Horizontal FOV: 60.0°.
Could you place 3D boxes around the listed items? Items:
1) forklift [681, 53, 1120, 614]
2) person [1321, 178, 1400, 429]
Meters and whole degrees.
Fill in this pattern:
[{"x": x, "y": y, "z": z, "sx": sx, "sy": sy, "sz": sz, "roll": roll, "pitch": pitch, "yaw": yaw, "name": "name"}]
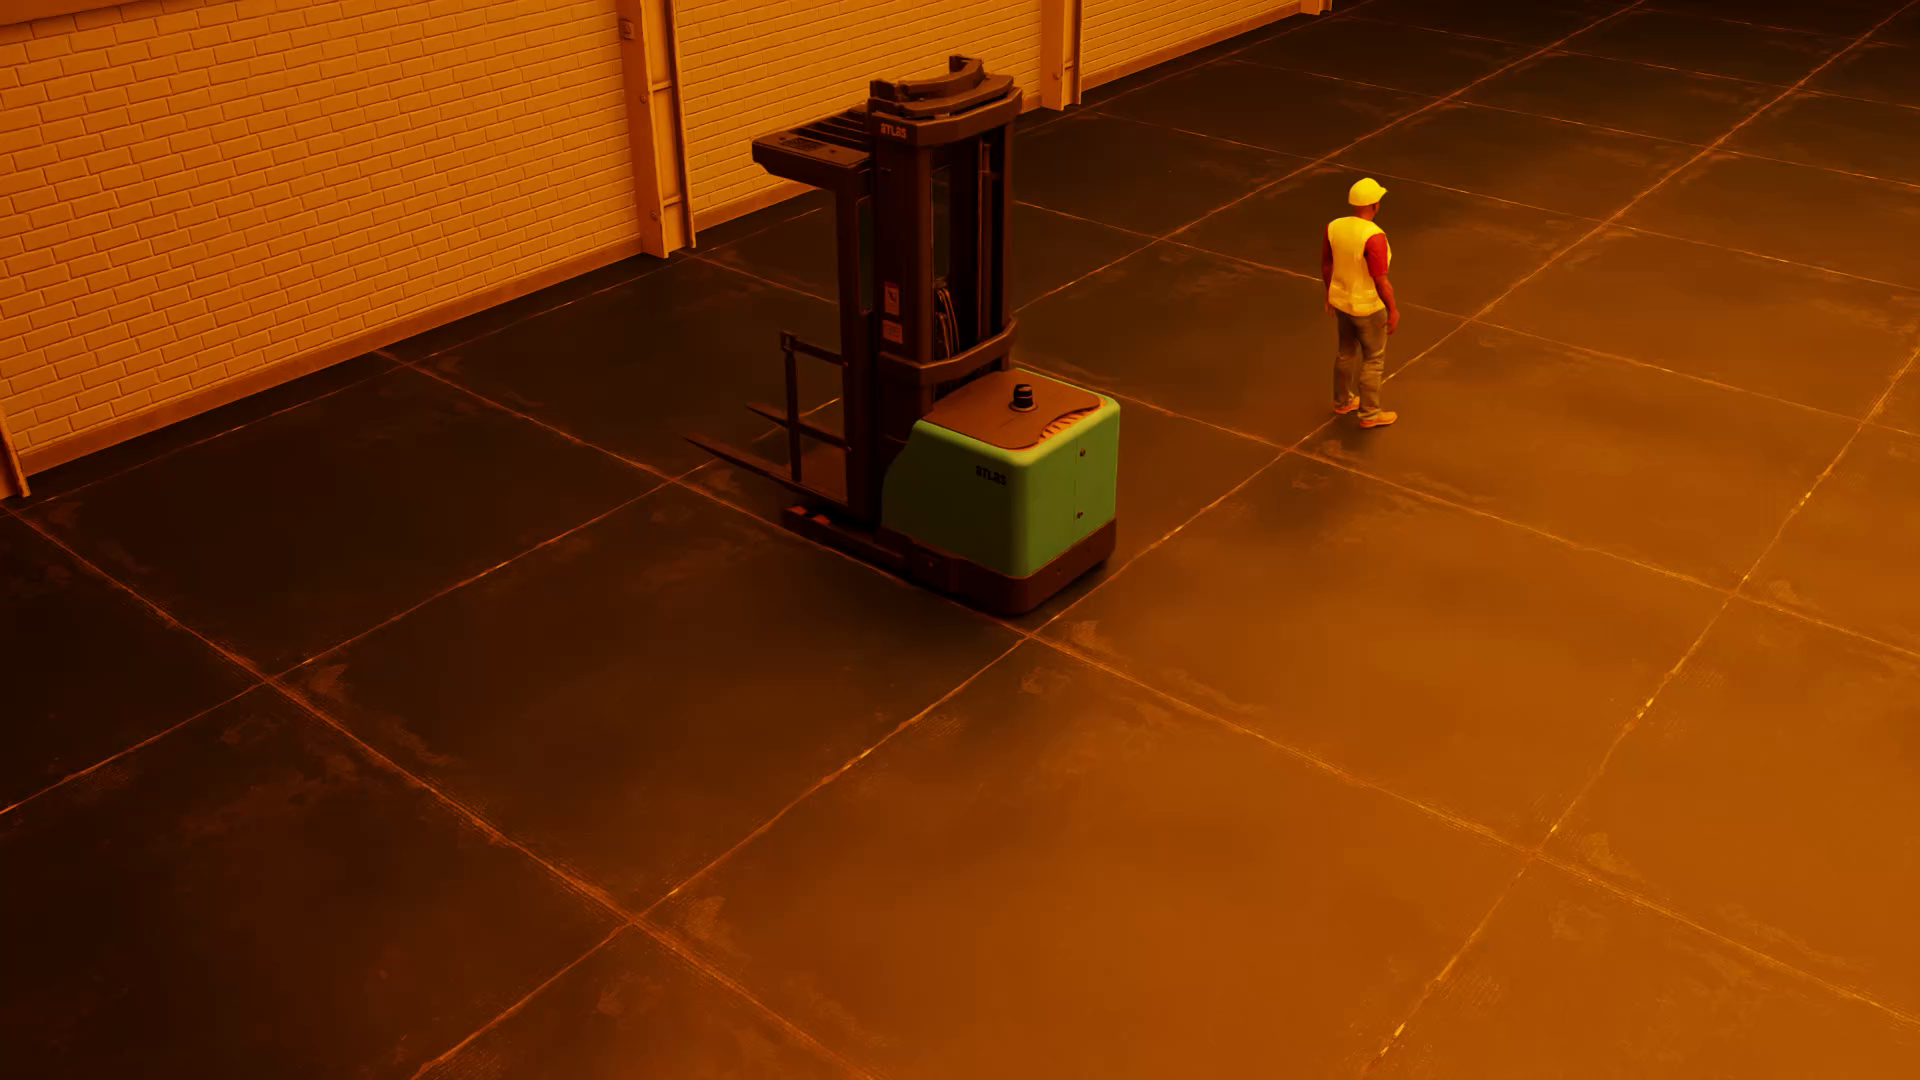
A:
[{"x": -0.507, "y": -1.439, "z": 10.058, "sx": 3.031, "sy": 2.935, "sz": 1.130, "roll": 22, "pitch": 37, "yaw": 33, "name": "forklift"}, {"x": 2.818, "y": -1.656, "z": 11.592, "sx": 0.504, "sy": 1.777, "sz": 0.661, "roll": -16, "pitch": 34, "yaw": -26, "name": "person"}]
